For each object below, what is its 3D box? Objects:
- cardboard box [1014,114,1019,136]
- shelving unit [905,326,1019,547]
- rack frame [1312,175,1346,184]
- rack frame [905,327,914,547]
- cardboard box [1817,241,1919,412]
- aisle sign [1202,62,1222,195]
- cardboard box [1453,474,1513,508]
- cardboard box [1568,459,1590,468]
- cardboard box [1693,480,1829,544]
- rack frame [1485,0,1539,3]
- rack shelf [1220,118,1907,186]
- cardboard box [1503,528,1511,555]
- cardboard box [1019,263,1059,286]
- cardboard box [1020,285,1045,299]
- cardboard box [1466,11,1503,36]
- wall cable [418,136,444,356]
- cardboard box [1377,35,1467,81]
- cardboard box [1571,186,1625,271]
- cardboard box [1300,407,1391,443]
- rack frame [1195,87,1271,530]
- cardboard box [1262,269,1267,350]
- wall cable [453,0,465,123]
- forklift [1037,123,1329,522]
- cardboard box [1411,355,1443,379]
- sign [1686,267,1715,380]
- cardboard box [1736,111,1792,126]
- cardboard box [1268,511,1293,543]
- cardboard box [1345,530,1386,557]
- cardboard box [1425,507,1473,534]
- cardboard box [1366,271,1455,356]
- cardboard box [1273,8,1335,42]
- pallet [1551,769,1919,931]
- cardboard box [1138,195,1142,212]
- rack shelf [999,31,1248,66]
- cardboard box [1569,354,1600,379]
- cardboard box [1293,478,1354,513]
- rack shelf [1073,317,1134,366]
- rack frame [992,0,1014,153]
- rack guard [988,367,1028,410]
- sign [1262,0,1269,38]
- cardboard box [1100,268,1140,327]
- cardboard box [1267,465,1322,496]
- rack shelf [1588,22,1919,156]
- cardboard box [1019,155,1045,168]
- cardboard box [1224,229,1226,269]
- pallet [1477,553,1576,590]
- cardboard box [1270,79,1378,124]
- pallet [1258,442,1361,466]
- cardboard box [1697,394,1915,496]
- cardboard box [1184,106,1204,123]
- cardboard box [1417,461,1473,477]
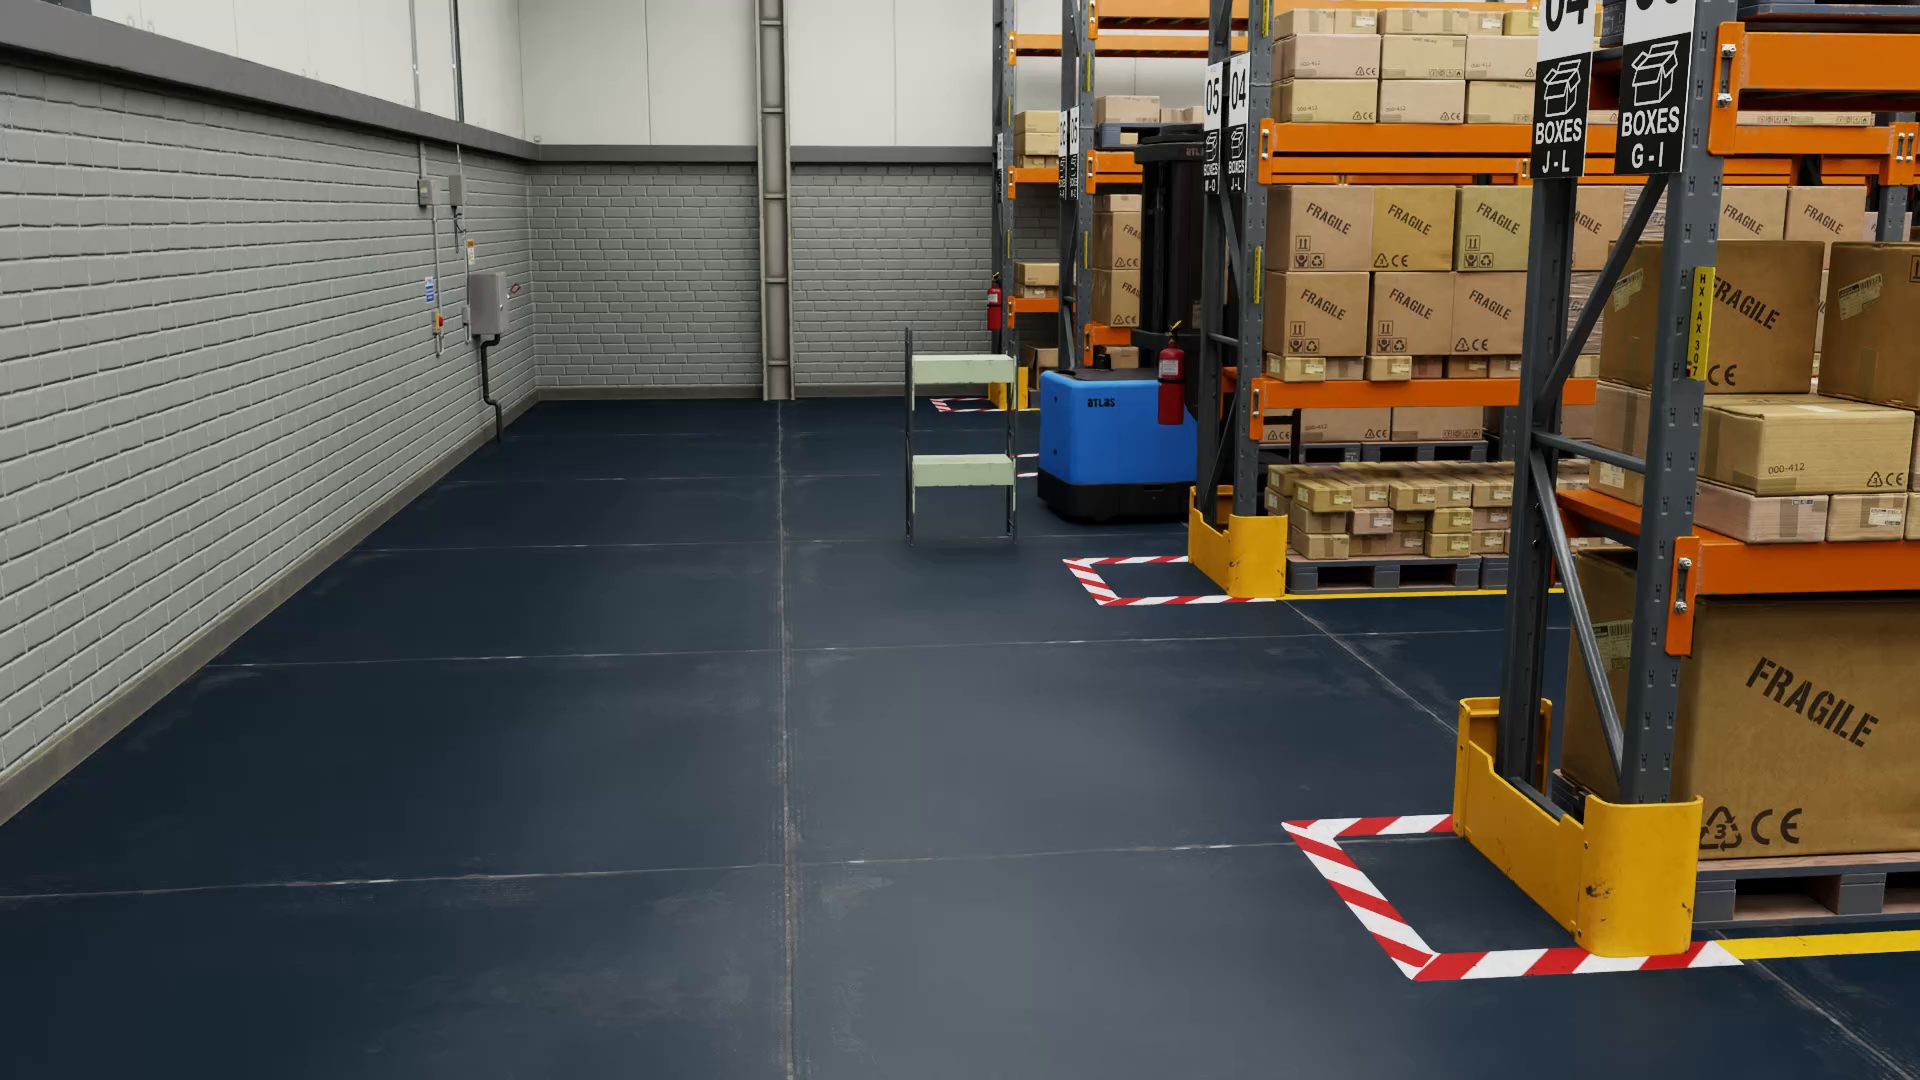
[{"bbox_3d":[0.916,-4.982,19.979,0.500,0.250,0.500,-2,11,-8],"label":"cardboard box"},{"bbox_3d":[0.007,-0.736,11.724,0.755,1.500,0.431,-1,11,-6],"label":"shelving unit"},{"bbox_3d":[4.481,-3.213,20.435,0.127,3.000,1.000,-1,11,-6],"label":"rack frame"},{"bbox_3d":[-0.357,-0.728,11.685,0.023,1.500,0.400,-1,11,-6],"label":"rack frame"},{"bbox_3d":[3.118,-0.686,5.257,0.500,0.500,0.500,-1,11,-7],"label":"cardboard box"},{"bbox_3d":[1.574,-2.562,10.386,0.004,0.787,0.394,-1,11,-6],"label":"aisle sign"},{"bbox_3d":[3.276,-0.310,10.429,0.250,0.149,0.380,-1,11,-4],"label":"cardboard box"},{"bbox_3d":[4.246,-0.437,11.075,0.250,0.149,0.380,-1,11,-5],"label":"cardboard box"},{"bbox_3d":[2.503,-0.098,5.243,0.250,0.149,0.380,-1,11,-5],"label":"cardboard box"},{"bbox_3d":[5.021,-5.205,15.015,0.127,3.000,1.000,-1,11,-6],"label":"rack frame"},{"bbox_3d":[3.667,-2.391,10.344,4.000,0.370,1.077,-1,11,-6],"label":"rack shelf"},{"bbox_3d":[3.498,-0.011,10.452,0.250,0.149,0.380,-2,11,-9],"label":"cardboard box"},{"bbox_3d":[0.984,-3.160,19.783,0.500,0.250,0.500,-1,11,-6],"label":"cardboard box"},{"bbox_3d":[0.861,-2.961,19.803,0.250,0.149,0.380,-1,11,-7],"label":"cardboard box"},{"bbox_3d":[3.045,-3.057,9.925,0.250,0.149,0.380,-1,11,-4],"label":"cardboard box"},{"bbox_3d":[-4.559,-2.570,14.449,0.123,1.953,0.585,-1,11,-6],"label":"wall cable"},{"bbox_3d":[2.662,-2.845,9.878,0.500,0.250,0.500,-1,11,-7],"label":"cardboard box"},{"bbox_3d":[3.681,-1.904,10.156,0.500,0.500,0.500,-2,11,-8],"label":"cardboard box"},{"bbox_3d":[3.495,-1.199,15.743,0.875,0.438,0.875,-2,11,-8],"label":"cardboard box"},{"bbox_3d":[1.679,-1.231,10.352,0.127,3.000,1.000,-1,11,-6],"label":"rack frame"},{"bbox_3d":[2.098,-1.484,10.612,0.500,0.500,0.500,-1,11,-5],"label":"cardboard box"},{"bbox_3d":[-4.922,-5.647,17.166,0.133,3.039,2.988,-1,11,-6],"label":"wall cable"},{"bbox_3d":[2.190,-1.695,12.894,3.031,2.935,1.130,-2,11,-12],"label":"forklift"},{"bbox_3d":[2.801,-1.092,10.296,0.250,0.149,0.380,-1,11,-3],"label":"cardboard box"},{"bbox_3d":[2.168,-0.634,4.870,0.005,0.325,0.100,-1,11,-6],"label":"sign"},{"bbox_3d":[4.699,-2.642,10.144,0.500,0.250,0.500,-1,11,-6],"label":"cardboard box"},{"bbox_3d":[2.180,-0.089,10.846,0.250,0.149,0.380,-1,11,-5],"label":"cardboard box"},{"bbox_3d":[2.486,-0.009,10.437,0.250,0.149,0.380,-1,11,-6],"label":"cardboard box"},{"bbox_3d":[3.007,-0.147,10.371,0.250,0.149,0.380,-1,11,-4],"label":"cardboard box"},{"bbox_3d":[2.685,-1.398,10.173,0.500,0.500,0.500,-1,11,-6],"label":"cardboard box"},{"bbox_3d":[2.026,-3.033,9.803,0.250,0.149,0.380,-1,11,-7],"label":"cardboard box"},{"bbox_3d":[2.901,1.059,5.933,1.213,0.211,1.003,-1,11,-6],"label":"pallet"},{"bbox_3d":[1.680,-3.009,14.866,0.250,0.149,0.380,-1,11,-5],"label":"cardboard box"},{"bbox_3d":[2.493,-5.760,19.715,4.000,0.370,1.077,-1,11,-6],"label":"rack shelf"},{"bbox_3d":[3.850,-1.094,10.306,0.250,0.149,0.380,-1,11,-5],"label":"cardboard box"},{"bbox_3d":[2.237,-0.276,10.253,0.250,0.149,0.380,-2,11,-9],"label":"cardboard box"},{"bbox_3d":[3.032,-1.867,15.451,4.000,0.370,1.077,-1,11,-6],"label":"rack shelf"},{"bbox_3d":[0.504,-6.073,19.433,0.127,3.000,1.000,-1,11,-6],"label":"rack frame"},{"bbox_3d":[0.580,-1.905,20.261,0.348,0.500,1.175,-1,11,-6],"label":"rack guard"},{"bbox_3d":[1.738,-3.027,9.449,0.005,0.325,0.100,-1,11,-6],"label":"sign"},{"bbox_3d":[1.552,-2.182,14.931,0.500,0.500,0.500,-1,11,-7],"label":"cardboard box"},{"bbox_3d":[2.178,-0.389,10.832,0.250,0.149,0.380,-1,11,-5],"label":"cardboard box"},{"bbox_3d":[4.103,-1.438,5.495,4.000,0.370,1.077,-1,11,-6],"label":"rack shelf"},{"bbox_3d":[0.846,-4.440,19.553,0.250,0.149,0.380,-1,11,-5],"label":"cardboard box"},{"bbox_3d":[2.065,-2.685,14.899,0.500,0.500,0.500,-2,11,-8],"label":"cardboard box"},{"bbox_3d":[3.776,0.101,10.807,1.213,0.211,1.003,-1,11,-6],"label":"pallet"},{"bbox_3d":[2.153,-2.589,9.875,0.500,0.250,0.500,-1,11,-4],"label":"cardboard box"},{"bbox_3d":[3.041,-0.866,15.726,1.213,0.211,1.003,-1,11,-6],"label":"pallet"},{"bbox_3d":[2.621,-0.308,5.276,0.500,0.250,0.500,-2,11,-8],"label":"cardboard box"},{"bbox_3d":[2.151,-3.760,14.746,0.250,0.149,0.380,-1,11,-4],"label":"cardboard box"},{"bbox_3d":[3.203,-0.423,11.003,0.250,0.149,0.380,-1,11,-4],"label":"cardboard box"}]
